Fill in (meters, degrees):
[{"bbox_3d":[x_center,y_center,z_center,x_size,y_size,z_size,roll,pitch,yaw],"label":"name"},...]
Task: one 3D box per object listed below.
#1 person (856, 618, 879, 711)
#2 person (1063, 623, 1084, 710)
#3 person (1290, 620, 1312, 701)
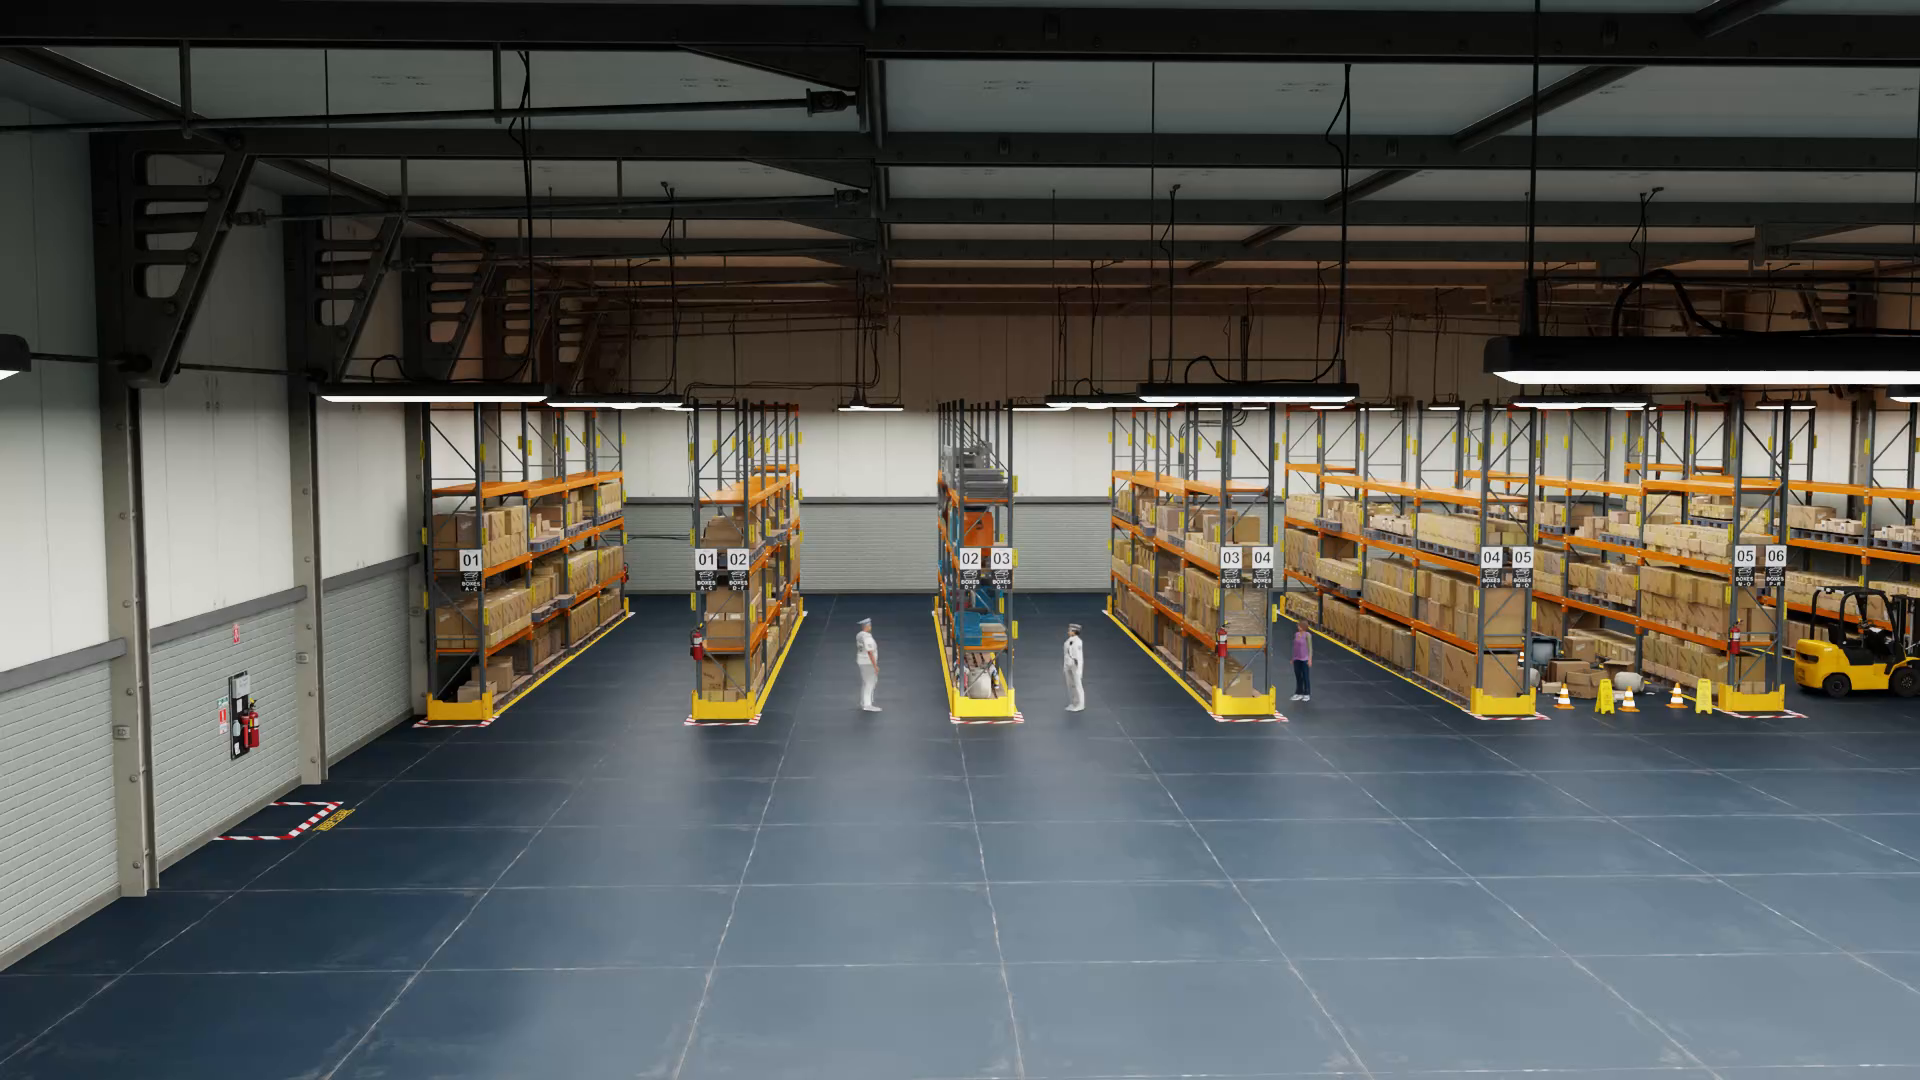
[{"bbox_3d":[-1.780,2.429,32.122,0.415,1.834,0.559,-1,4,-9],"label":"person"},{"bbox_3d":[2.193,2.459,32.083,0.384,1.721,0.594,-2,5,-27],"label":"person"},{"bbox_3d":[6.833,2.407,33.221,0.325,1.622,0.464,-4,6,-44],"label":"person"}]
